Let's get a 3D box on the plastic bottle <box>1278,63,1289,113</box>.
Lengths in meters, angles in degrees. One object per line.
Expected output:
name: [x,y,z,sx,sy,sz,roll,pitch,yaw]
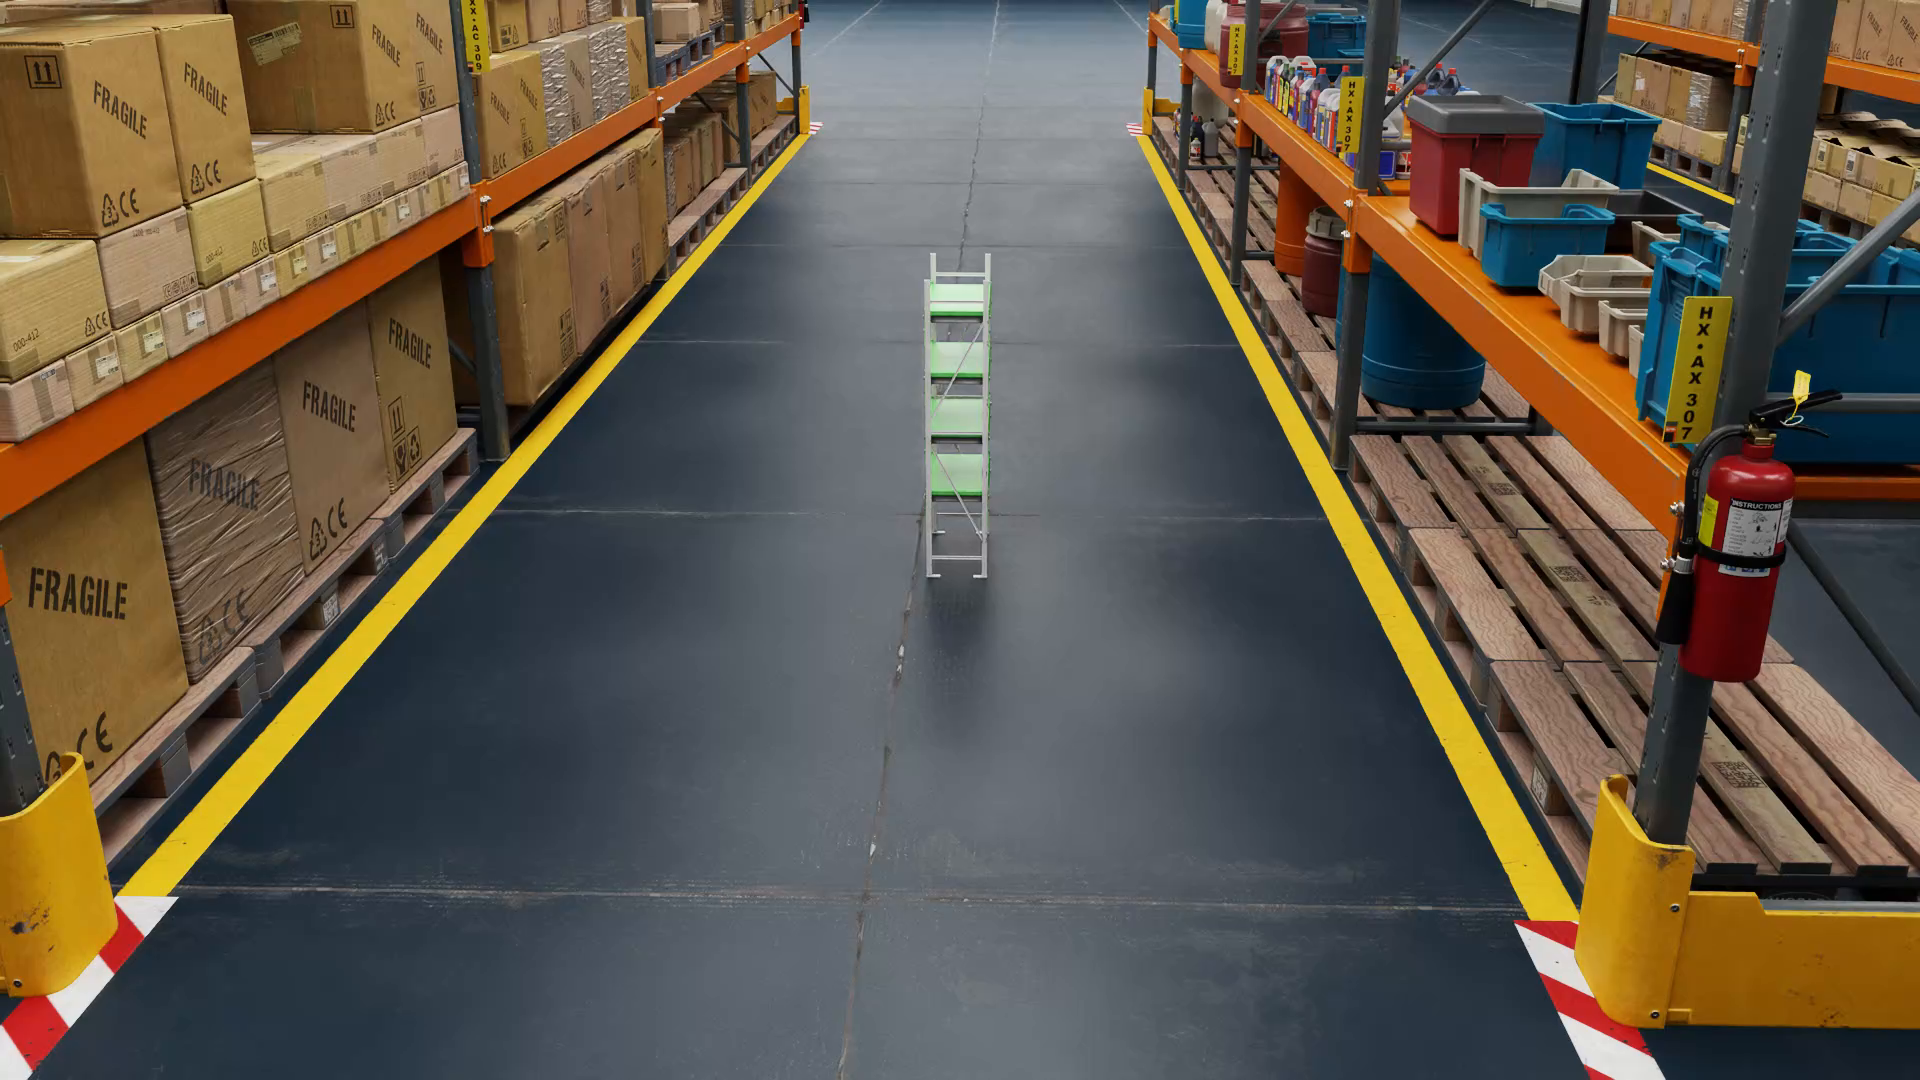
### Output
plastic bottle: [1.989,-2.759,10.155,0.061,0.283,0.133,1,21,2]

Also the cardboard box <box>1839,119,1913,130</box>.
cardboard box: [7.726,-3.410,14.115,0.500,0.311,0.500,1,21,3]

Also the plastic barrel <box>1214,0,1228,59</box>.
plastic barrel: [2.240,-4.083,13.216,0.433,0.535,0.433,0,21,0]

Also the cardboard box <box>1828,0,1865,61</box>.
cardboard box: [7.406,-4.151,13.442,0.500,0.500,0.500,2,21,6]

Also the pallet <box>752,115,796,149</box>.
pallet: [-2.381,-4.508,18.355,1.003,0.211,1.213,1,21,2]

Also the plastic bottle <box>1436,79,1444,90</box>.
plastic bottle: [2.698,-2.449,9.354,0.061,0.283,0.133,1,21,2]

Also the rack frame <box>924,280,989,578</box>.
rack frame: [-0.012,-0.411,6.430,0.240,1.200,0.015,1,21,2]

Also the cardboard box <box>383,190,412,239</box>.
cardboard box: [-2.389,-1.280,6.529,0.380,0.149,0.250,1,21,3]

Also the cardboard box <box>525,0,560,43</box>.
cardboard box: [-2.637,-3.008,9.110,0.797,0.503,0.637,1,21,3]

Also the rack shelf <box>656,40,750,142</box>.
rack shelf: [-2.501,-3.624,13.217,1.077,0.370,4.000,1,21,2]

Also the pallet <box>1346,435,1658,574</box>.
pallet: [2.284,-0.169,7.173,1.003,0.211,1.213,1,21,2]

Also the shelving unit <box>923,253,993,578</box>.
shelving unit: [-0.005,-0.500,6.658,0.258,1.200,0.503,1,21,2]

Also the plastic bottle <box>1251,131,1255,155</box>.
plastic bottle: [2.806,-3.887,15.954,0.144,0.351,0.185,1,21,2]

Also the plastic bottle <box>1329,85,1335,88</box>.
plastic bottle: [2.035,-2.358,9.138,0.097,0.271,0.097,0,21,0]

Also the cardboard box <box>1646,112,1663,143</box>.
cardboard box: [7.297,-4.199,16.923,0.500,0.250,0.500,1,21,2]

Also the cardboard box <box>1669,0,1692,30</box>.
cardboard box: [7.512,-5.337,16.498,0.700,0.500,0.500,1,21,3]

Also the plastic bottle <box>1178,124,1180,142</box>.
plastic bottle: [2.249,-4.127,16.778,0.097,0.201,0.097,0,21,0]

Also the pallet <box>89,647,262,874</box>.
pallet: [-2.859,0.666,5.020,1.003,0.211,1.213,1,21,2]

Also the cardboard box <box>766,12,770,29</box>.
cardboard box: [-2.101,-5.182,16.586,0.380,0.149,0.250,1,21,2]

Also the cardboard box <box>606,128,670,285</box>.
cardboard box: [-2.604,-2.192,10.889,1.225,0.875,0.875,0,21,-1]

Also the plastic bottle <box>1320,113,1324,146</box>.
plastic bottle: [1.963,-2.194,8.812,0.097,0.201,0.097,0,21,0]

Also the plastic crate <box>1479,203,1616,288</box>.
plastic crate: [1.952,-0.984,5.568,0.416,0.233,0.300,1,21,2]

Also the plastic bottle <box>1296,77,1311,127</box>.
plastic bottle: [1.987,-2.510,9.528,0.097,0.271,0.097,0,21,0]

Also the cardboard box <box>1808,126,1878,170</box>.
cardboard box: [7.165,-3.233,13.659,0.500,0.311,0.500,0,21,0]

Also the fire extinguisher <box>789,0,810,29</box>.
fire extinguisher: [-1.854,-6.129,18.785,0.296,0.674,0.183,1,21,2]

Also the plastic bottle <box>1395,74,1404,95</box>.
plastic bottle: [2.774,-2.813,10.407,0.097,0.201,0.097,0,21,0]

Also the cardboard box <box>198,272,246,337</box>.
cardboard box: [-2.435,-0.723,5.092,0.380,0.149,0.250,0,21,1]

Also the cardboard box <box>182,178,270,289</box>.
cardboard box: [-2.493,-0.953,5.134,0.500,0.250,0.500,0,21,0]

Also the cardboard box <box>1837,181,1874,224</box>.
cardboard box: [7.142,-2.601,12.806,0.500,0.250,0.500,1,21,3]

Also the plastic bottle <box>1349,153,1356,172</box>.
plastic bottle: [1.918,-1.911,7.969,0.061,0.283,0.133,1,21,2]

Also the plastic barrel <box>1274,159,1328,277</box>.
plastic barrel: [2.391,-2.189,10.943,0.600,0.830,0.708,1,21,2]

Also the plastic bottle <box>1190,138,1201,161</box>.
plastic bottle: [2.210,-3.663,15.583,0.097,0.201,0.097,0,21,0]

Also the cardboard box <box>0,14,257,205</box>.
cardboard box: [-2.496,-1.301,4.994,0.500,0.500,0.500,0,21,0]

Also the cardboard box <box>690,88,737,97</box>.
cardboard box: [-2.438,-4.290,16.813,0.500,0.500,0.500,-1,21,-3]

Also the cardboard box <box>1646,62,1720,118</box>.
cardboard box: [7.296,-4.548,16.788,0.500,0.500,0.500,1,21,2]

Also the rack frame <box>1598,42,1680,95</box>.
rack frame: [7.583,-6.018,18.393,1.000,3.000,0.127,1,21,2]

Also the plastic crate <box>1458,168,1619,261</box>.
plastic crate: [2.037,-1.158,5.948,0.437,0.282,0.530,1,21,2]

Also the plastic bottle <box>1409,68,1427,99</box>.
plastic bottle: [2.762,-2.705,10.032,0.097,0.271,0.097,0,21,0]

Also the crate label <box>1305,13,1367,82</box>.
crate label: [2.689,-3.554,11.994,0.502,0.435,0.616,1,21,2]

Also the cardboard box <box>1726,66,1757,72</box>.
cardboard box: [7.819,-4.361,16.307,0.500,0.500,0.500,1,21,2]

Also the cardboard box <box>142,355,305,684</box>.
cardboard box: [-2.838,-0.110,5.523,0.875,0.875,0.875,1,21,2]

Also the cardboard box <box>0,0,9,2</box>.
cardboard box: [-7.479,-4.185,12.148,0.700,0.500,0.500,0,21,1]

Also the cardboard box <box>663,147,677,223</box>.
cardboard box: [-2.557,-2.719,12.738,0.700,0.500,0.500,-1,21,-3]

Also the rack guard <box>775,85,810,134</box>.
rack guard: [-2.321,-4.936,19.059,1.175,0.500,0.348,1,21,2]

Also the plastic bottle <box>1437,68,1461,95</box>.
plastic bottle: [2.712,-2.422,9.193,0.144,0.351,0.185,1,21,2]

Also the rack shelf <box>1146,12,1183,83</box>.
rack shelf: [2.571,-5.016,16.804,1.077,0.370,4.000,1,21,2]

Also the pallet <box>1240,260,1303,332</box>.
pallet: [2.407,-1.596,10.851,1.003,0.211,1.213,1,21,2]

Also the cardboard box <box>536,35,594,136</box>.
cardboard box: [-2.379,-2.550,9.315,0.500,0.500,0.500,1,21,3]

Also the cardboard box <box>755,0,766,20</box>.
cardboard box: [-2.314,-5.210,15.761,0.875,0.500,0.500,1,21,2]

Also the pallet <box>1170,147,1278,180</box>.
pallet: [2.573,-3.570,15.939,1.003,0.211,1.213,1,21,2]

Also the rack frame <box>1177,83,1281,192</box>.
rack frame: [2.511,-4.628,14.810,1.000,3.000,0.127,1,21,2]
